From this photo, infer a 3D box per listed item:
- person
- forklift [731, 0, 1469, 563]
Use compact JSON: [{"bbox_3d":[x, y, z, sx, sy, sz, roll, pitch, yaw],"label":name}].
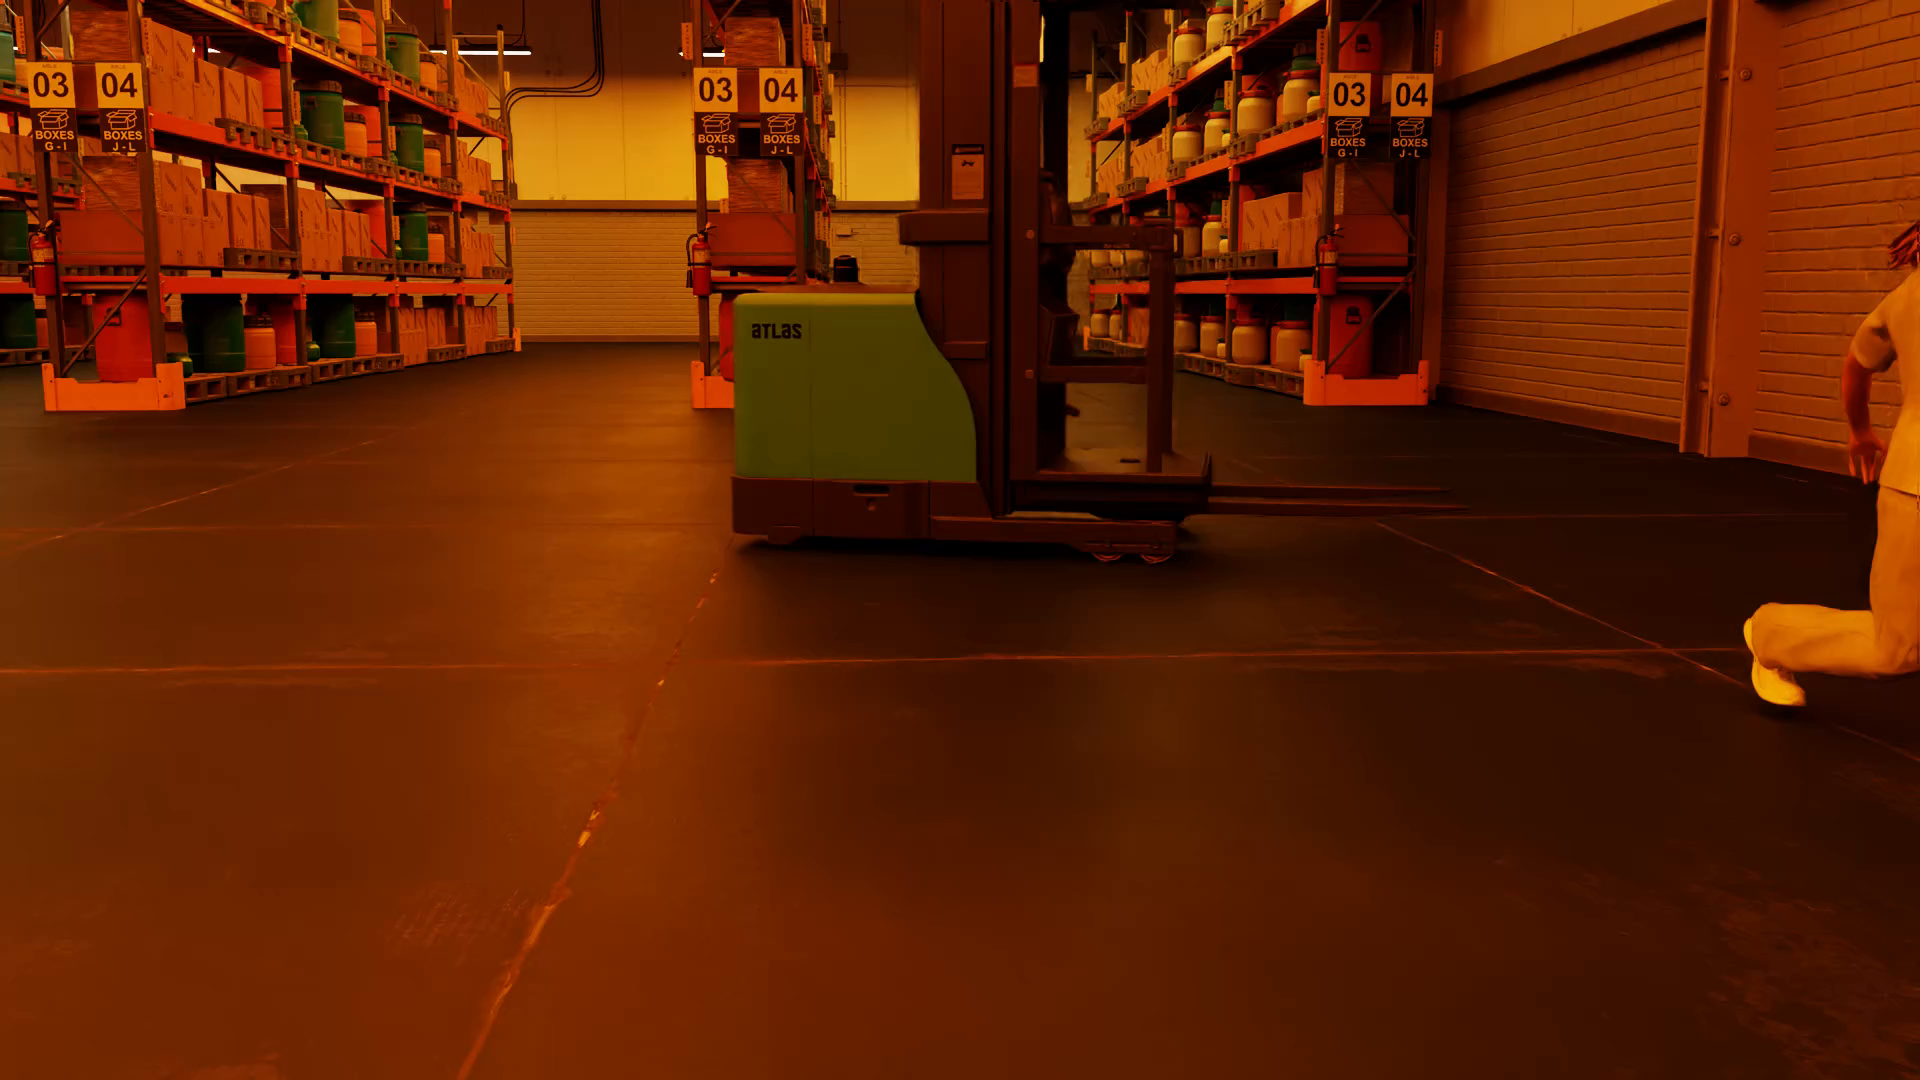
[{"bbox_3d":[2.377,-0.188,3.957,0.684,1.440,0.946,-8,12,-44],"label":"person"},{"bbox_3d":[0.599,-1.441,7.037,3.031,2.935,1.130,1,9,10],"label":"forklift"}]
